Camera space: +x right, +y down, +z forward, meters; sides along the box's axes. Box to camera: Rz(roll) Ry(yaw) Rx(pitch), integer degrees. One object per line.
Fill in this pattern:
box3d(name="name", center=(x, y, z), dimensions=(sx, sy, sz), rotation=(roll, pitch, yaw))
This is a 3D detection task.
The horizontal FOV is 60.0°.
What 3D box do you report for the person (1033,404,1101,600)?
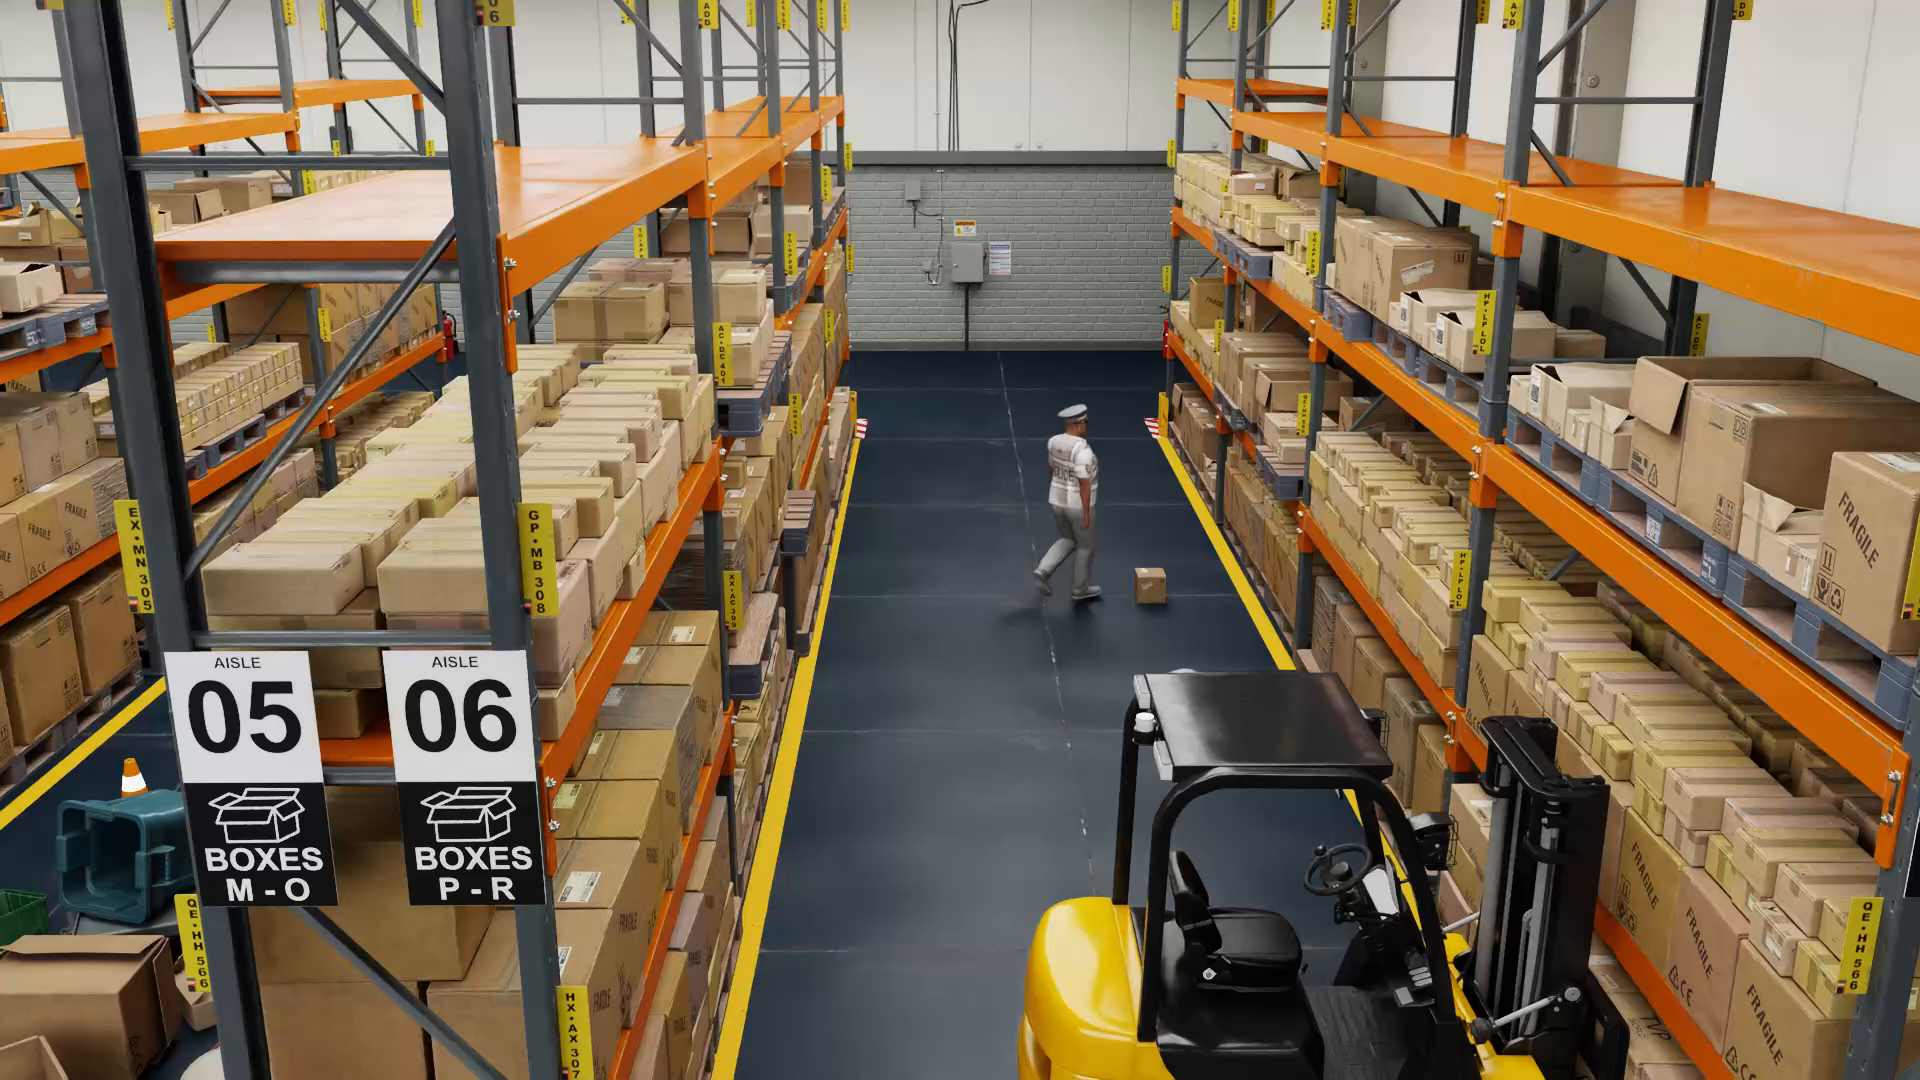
box3d(name="person", center=(0.985, -0.320, 14.489), dimensions=(0.623, 1.745, 0.536), rotation=(-12, 21, -35))
